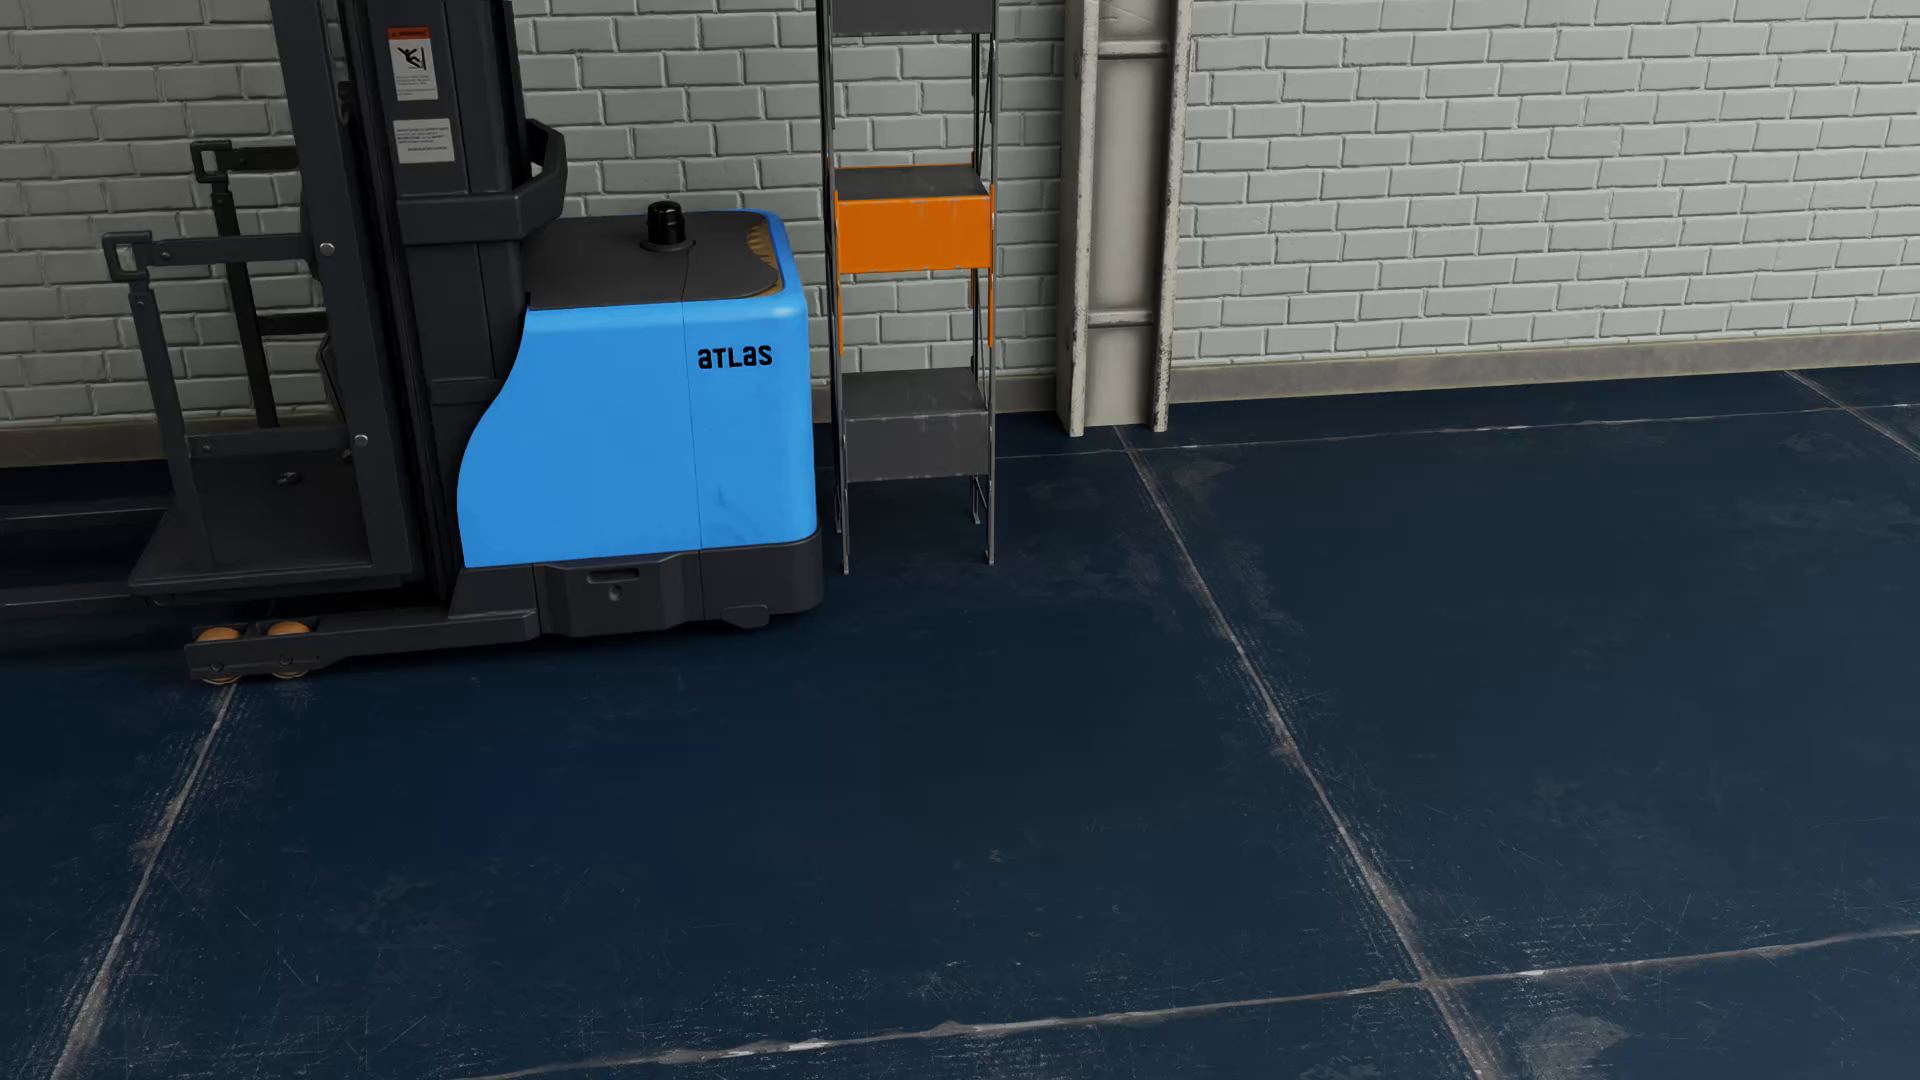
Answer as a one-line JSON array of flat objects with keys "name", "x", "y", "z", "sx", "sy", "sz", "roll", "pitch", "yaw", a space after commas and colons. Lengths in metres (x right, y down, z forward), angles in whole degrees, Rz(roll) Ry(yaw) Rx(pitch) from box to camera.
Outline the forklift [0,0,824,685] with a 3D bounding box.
[{"name": "forklift", "x": -1.995, "y": -1.138, "z": 4.756, "sx": 3.031, "sy": 2.935, "sz": 1.130, "roll": -5, "pitch": 28, "yaw": -9}]

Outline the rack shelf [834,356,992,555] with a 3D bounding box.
[{"name": "rack shelf", "x": -0.164, "y": -0.289, "z": 5.576, "sx": 0.480, "sy": 0.518, "sz": 0.431, "roll": -4, "pitch": 27, "yaw": -7}]

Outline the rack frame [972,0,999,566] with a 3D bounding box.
[{"name": "rack frame", "x": 0.078, "y": -0.939, "z": 5.280, "sx": 0.015, "sy": 2.100, "sz": 0.400, "roll": -4, "pitch": 27, "yaw": -7}]

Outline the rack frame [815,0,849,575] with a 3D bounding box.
[{"name": "rack frame", "x": -0.406, "y": -0.908, "z": 5.220, "sx": 0.015, "sy": 2.100, "sz": 0.400, "roll": -4, "pitch": 27, "yaw": -7}]

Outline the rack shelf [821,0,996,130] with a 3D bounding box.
[{"name": "rack shelf", "x": -0.164, "y": -1.534, "z": 4.937, "sx": 0.480, "sy": 0.518, "sz": 0.431, "roll": -4, "pitch": 27, "yaw": -7}]

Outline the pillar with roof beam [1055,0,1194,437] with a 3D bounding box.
[{"name": "pillar with roof beam", "x": 1.204, "y": -2.547, "z": 0.856, "sx": 0.400, "sy": 9.000, "sz": 9.100, "roll": -4, "pitch": 27, "yaw": -7}]

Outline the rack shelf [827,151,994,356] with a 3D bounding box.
[{"name": "rack shelf", "x": -0.164, "y": -0.912, "z": 5.256, "sx": 0.480, "sy": 0.518, "sz": 0.431, "roll": -4, "pitch": 27, "yaw": -7}]

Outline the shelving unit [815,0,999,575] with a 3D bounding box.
[{"name": "shelving unit", "x": -0.164, "y": -0.924, "z": 5.250, "sx": 0.503, "sy": 2.100, "sz": 0.431, "roll": -4, "pitch": 27, "yaw": -7}]
